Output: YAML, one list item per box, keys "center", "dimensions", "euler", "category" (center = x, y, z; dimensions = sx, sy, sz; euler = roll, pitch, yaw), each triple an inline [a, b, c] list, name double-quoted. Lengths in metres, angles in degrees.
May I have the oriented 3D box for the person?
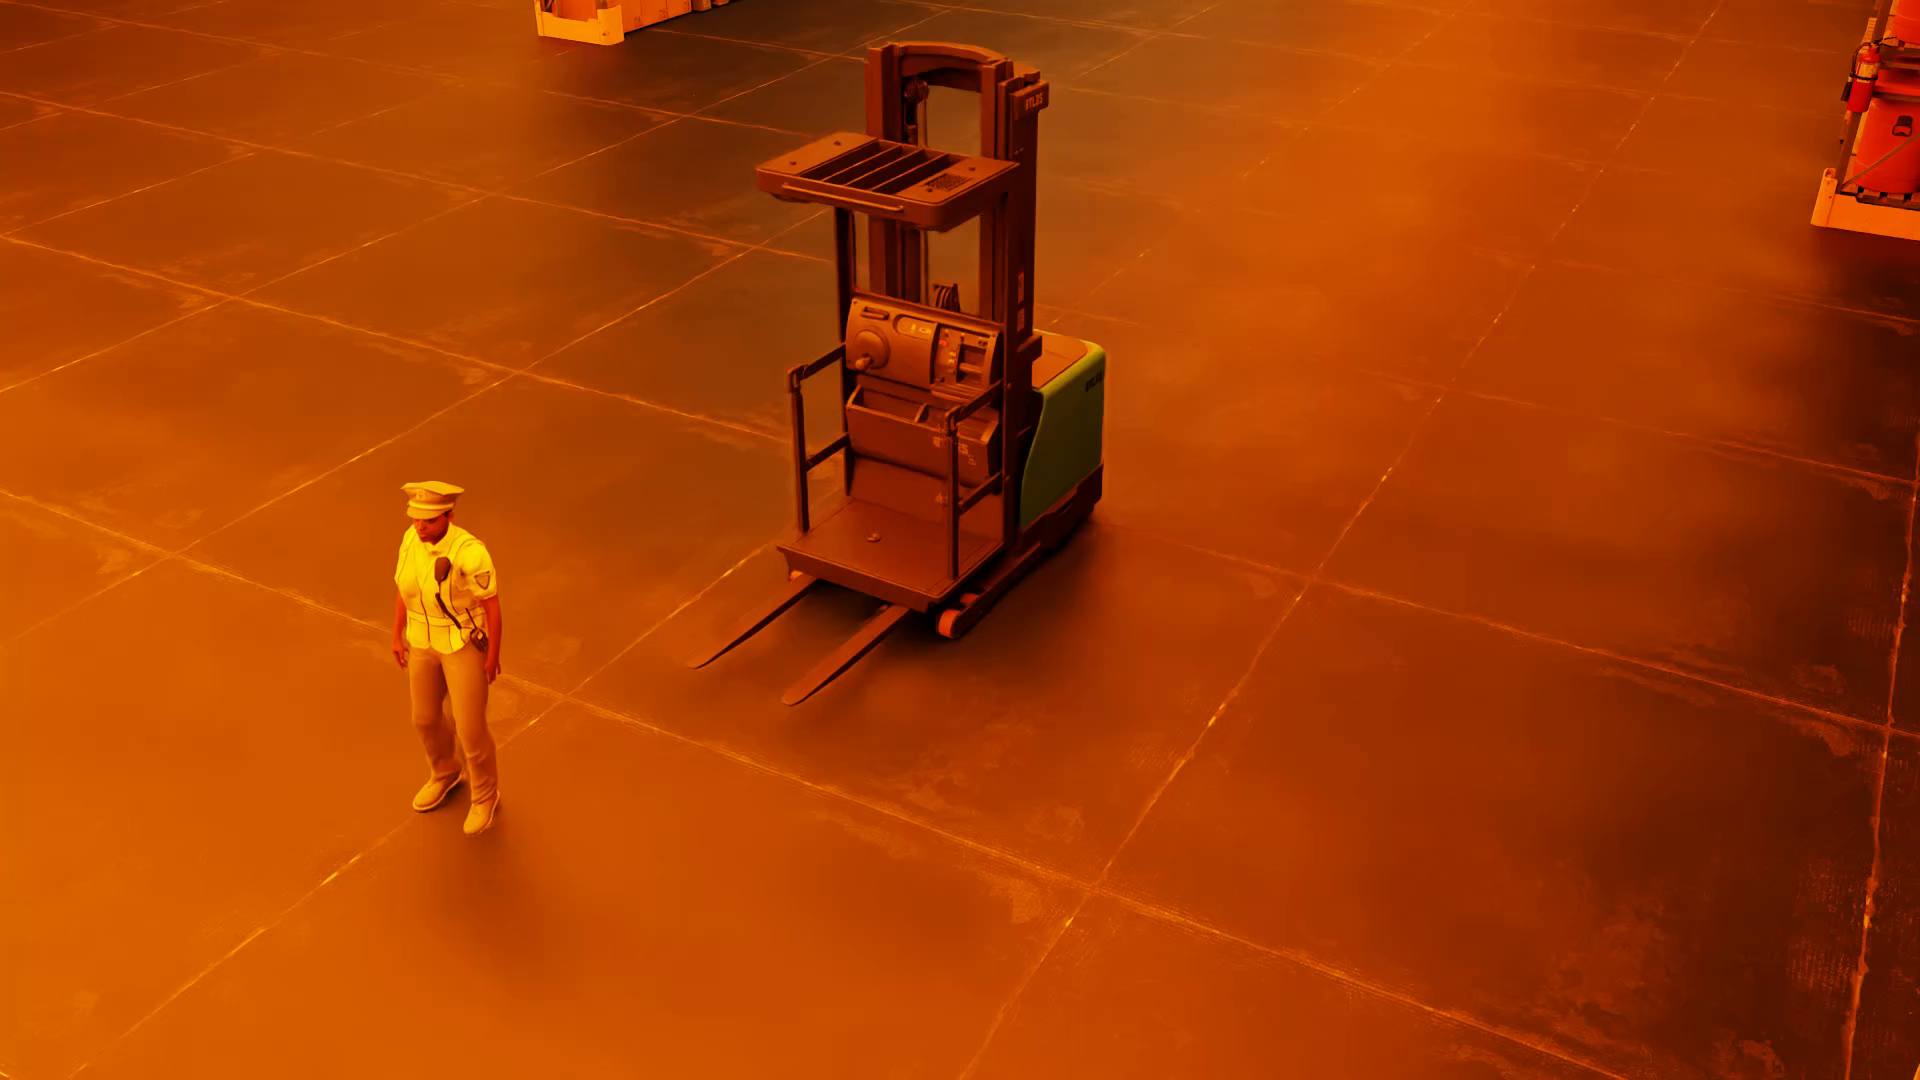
- center: [-2.296, 0.440, 7.484]
  dimensions: [0.489, 1.617, 0.350]
  euler: [12, 32, 19]
  category: "person"

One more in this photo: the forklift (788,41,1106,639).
- center: [-0.321, -0.996, 8.796]
  dimensions: [1.130, 2.935, 3.031]
  euler: [17, 34, 27]
  category: "forklift"
